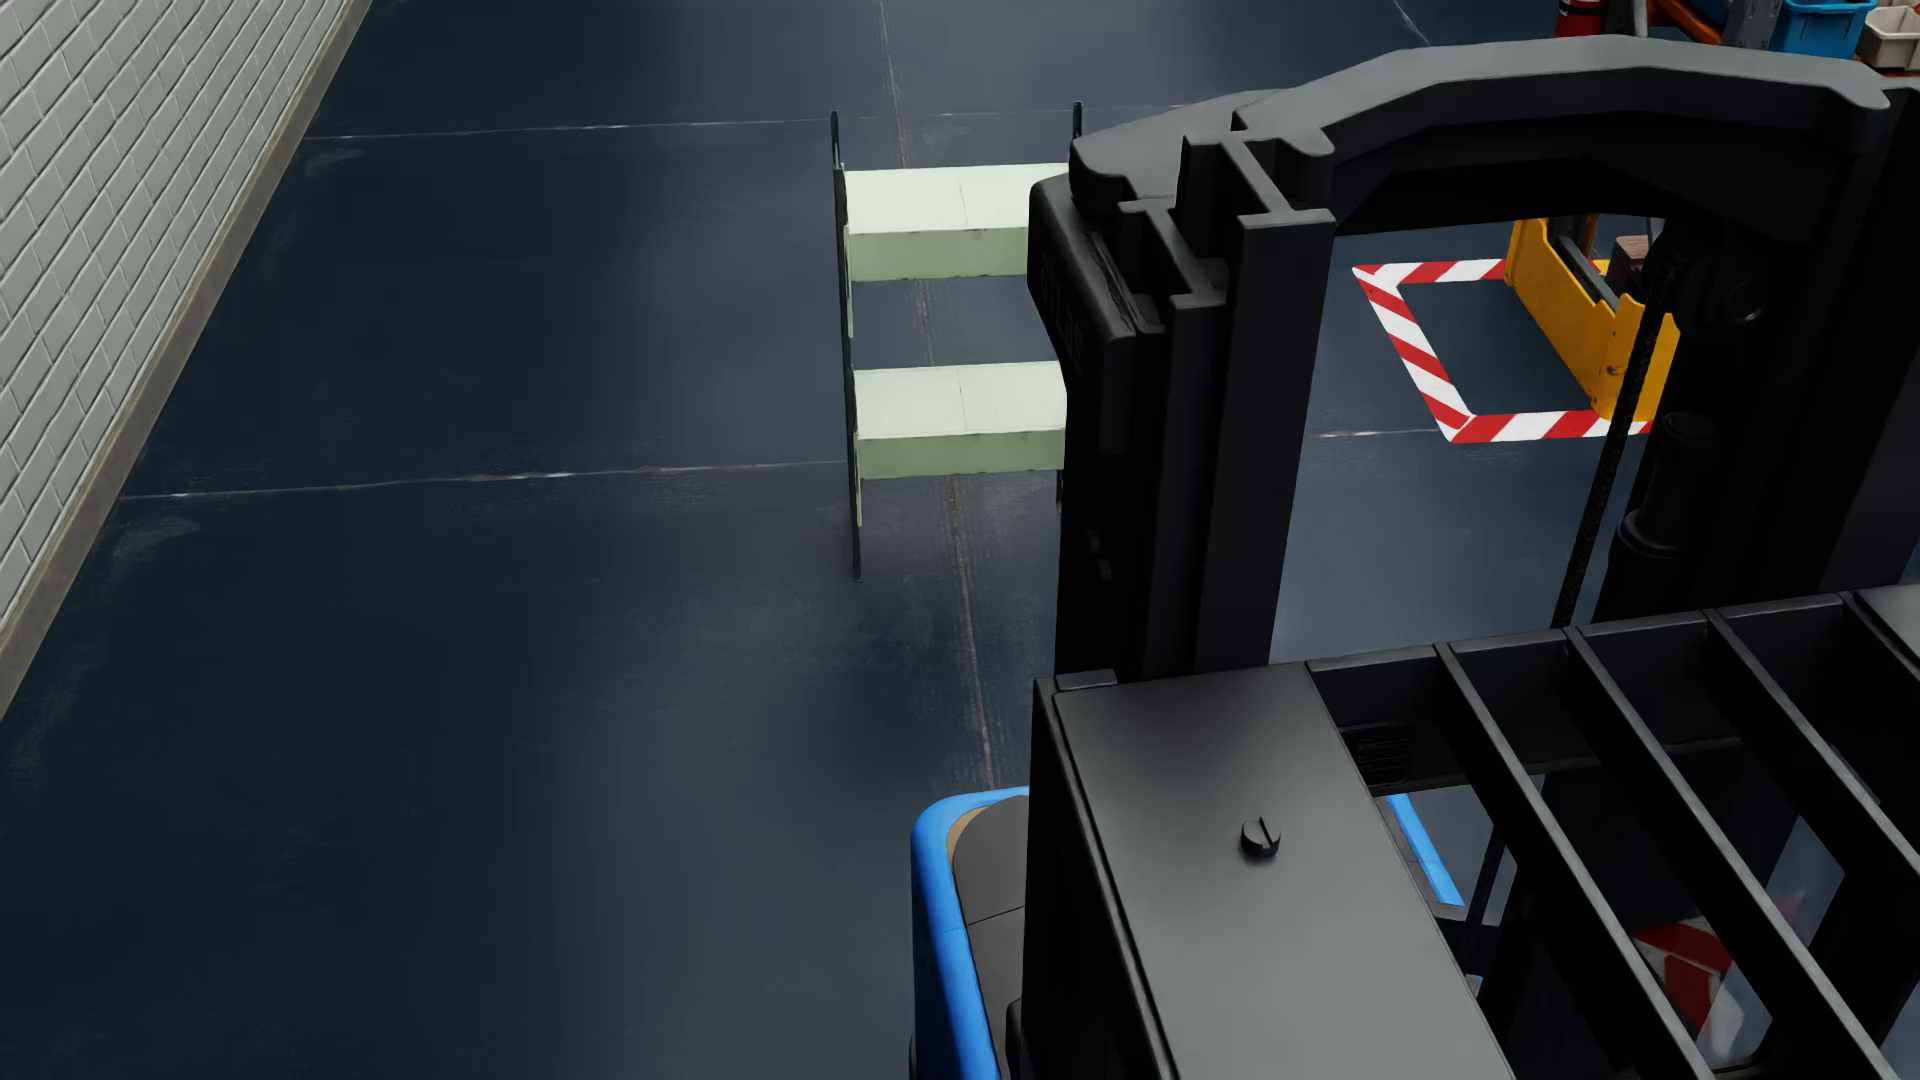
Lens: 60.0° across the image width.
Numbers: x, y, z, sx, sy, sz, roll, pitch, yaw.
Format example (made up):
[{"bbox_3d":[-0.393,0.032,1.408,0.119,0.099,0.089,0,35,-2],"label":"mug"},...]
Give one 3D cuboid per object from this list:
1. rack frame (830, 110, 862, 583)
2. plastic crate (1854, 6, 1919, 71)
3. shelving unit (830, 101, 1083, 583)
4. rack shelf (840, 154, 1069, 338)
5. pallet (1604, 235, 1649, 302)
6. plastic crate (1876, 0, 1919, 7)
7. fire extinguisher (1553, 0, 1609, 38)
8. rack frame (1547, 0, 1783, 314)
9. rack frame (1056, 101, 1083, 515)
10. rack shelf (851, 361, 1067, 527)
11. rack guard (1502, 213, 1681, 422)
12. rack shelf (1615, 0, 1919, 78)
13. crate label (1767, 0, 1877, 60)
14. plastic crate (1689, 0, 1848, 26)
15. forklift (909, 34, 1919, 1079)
[{"bbox_3d":[-0.358,-0.569,5.260,0.023,1.500,0.400,-3,38,-4],"label":"rack frame"},{"bbox_3d":[3.186,-1.697,5.644,0.298,0.136,0.250,-3,38,-4],"label":"plastic crate"},{"bbox_3d":[0.007,-0.589,5.286,0.755,1.500,0.431,-3,38,-4],"label":"shelving unit"},{"bbox_3d":[0.007,-0.896,5.044,0.720,0.370,0.431,-3,38,-4],"label":"rack shelf"},{"bbox_3d":[3.409,-0.927,6.755,1.213,0.211,1.003,-3,38,-4],"label":"pallet"},{"bbox_3d":[3.380,-2.077,6.125,0.243,0.136,0.396,-3,38,-4],"label":"plastic crate"},{"bbox_3d":[2.393,-2.096,6.348,0.183,0.674,0.296,-3,38,-4],"label":"fire extinguisher"},{"bbox_3d":[2.584,-2.000,5.864,0.127,3.000,1.000,-3,38,-4],"label":"rack frame"},{"bbox_3d":[0.371,-0.609,5.311,0.023,1.500,0.400,-3,38,-4],"label":"rack frame"},{"bbox_3d":[0.007,-0.333,5.488,0.720,0.370,0.431,-3,38,-4],"label":"rack shelf"},{"bbox_3d":[2.561,-1.010,6.626,0.348,0.500,1.175,-3,38,-4],"label":"rack guard"},{"bbox_3d":[4.576,-1.828,6.226,4.000,0.370,1.077,-3,38,-4],"label":"rack shelf"},{"bbox_3d":[2.859,-1.769,5.657,0.303,0.233,0.416,-3,38,-4],"label":"crate label"},{"bbox_3d":[2.901,-2.171,6.004,0.499,0.435,0.616,-3,38,-4],"label":"plastic crate"},{"bbox_3d":[0.657,1.061,2.039,1.130,2.935,3.031,-7,39,-8],"label":"forklift"}]
